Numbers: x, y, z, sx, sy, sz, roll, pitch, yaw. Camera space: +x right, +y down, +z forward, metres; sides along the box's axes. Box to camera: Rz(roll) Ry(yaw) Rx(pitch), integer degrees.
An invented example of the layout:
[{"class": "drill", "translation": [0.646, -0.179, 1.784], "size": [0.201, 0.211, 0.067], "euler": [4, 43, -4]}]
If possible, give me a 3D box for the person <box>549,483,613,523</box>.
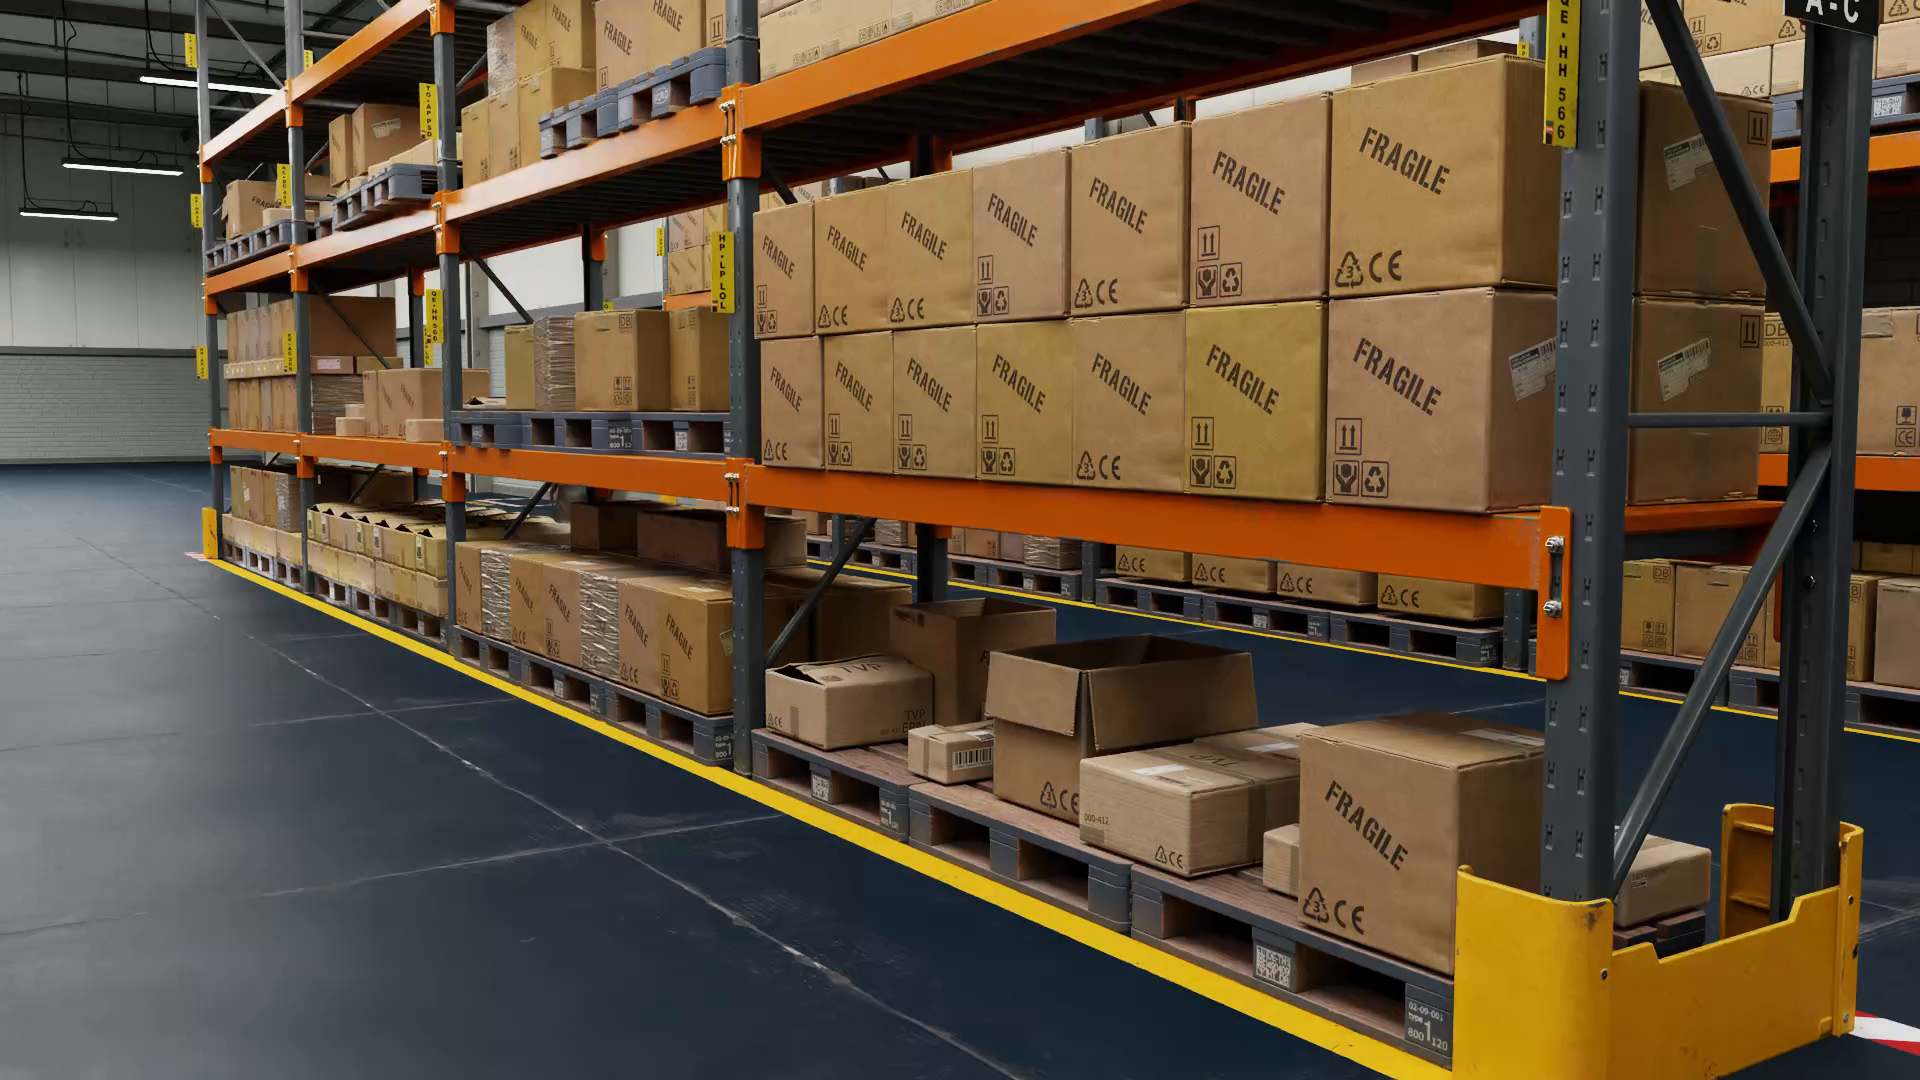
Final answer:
[{"class": "person", "translation": [-3.184, -0.500, 14.072], "size": [0.586, 1.758, 0.548], "euler": [-3, 5, -32]}]
